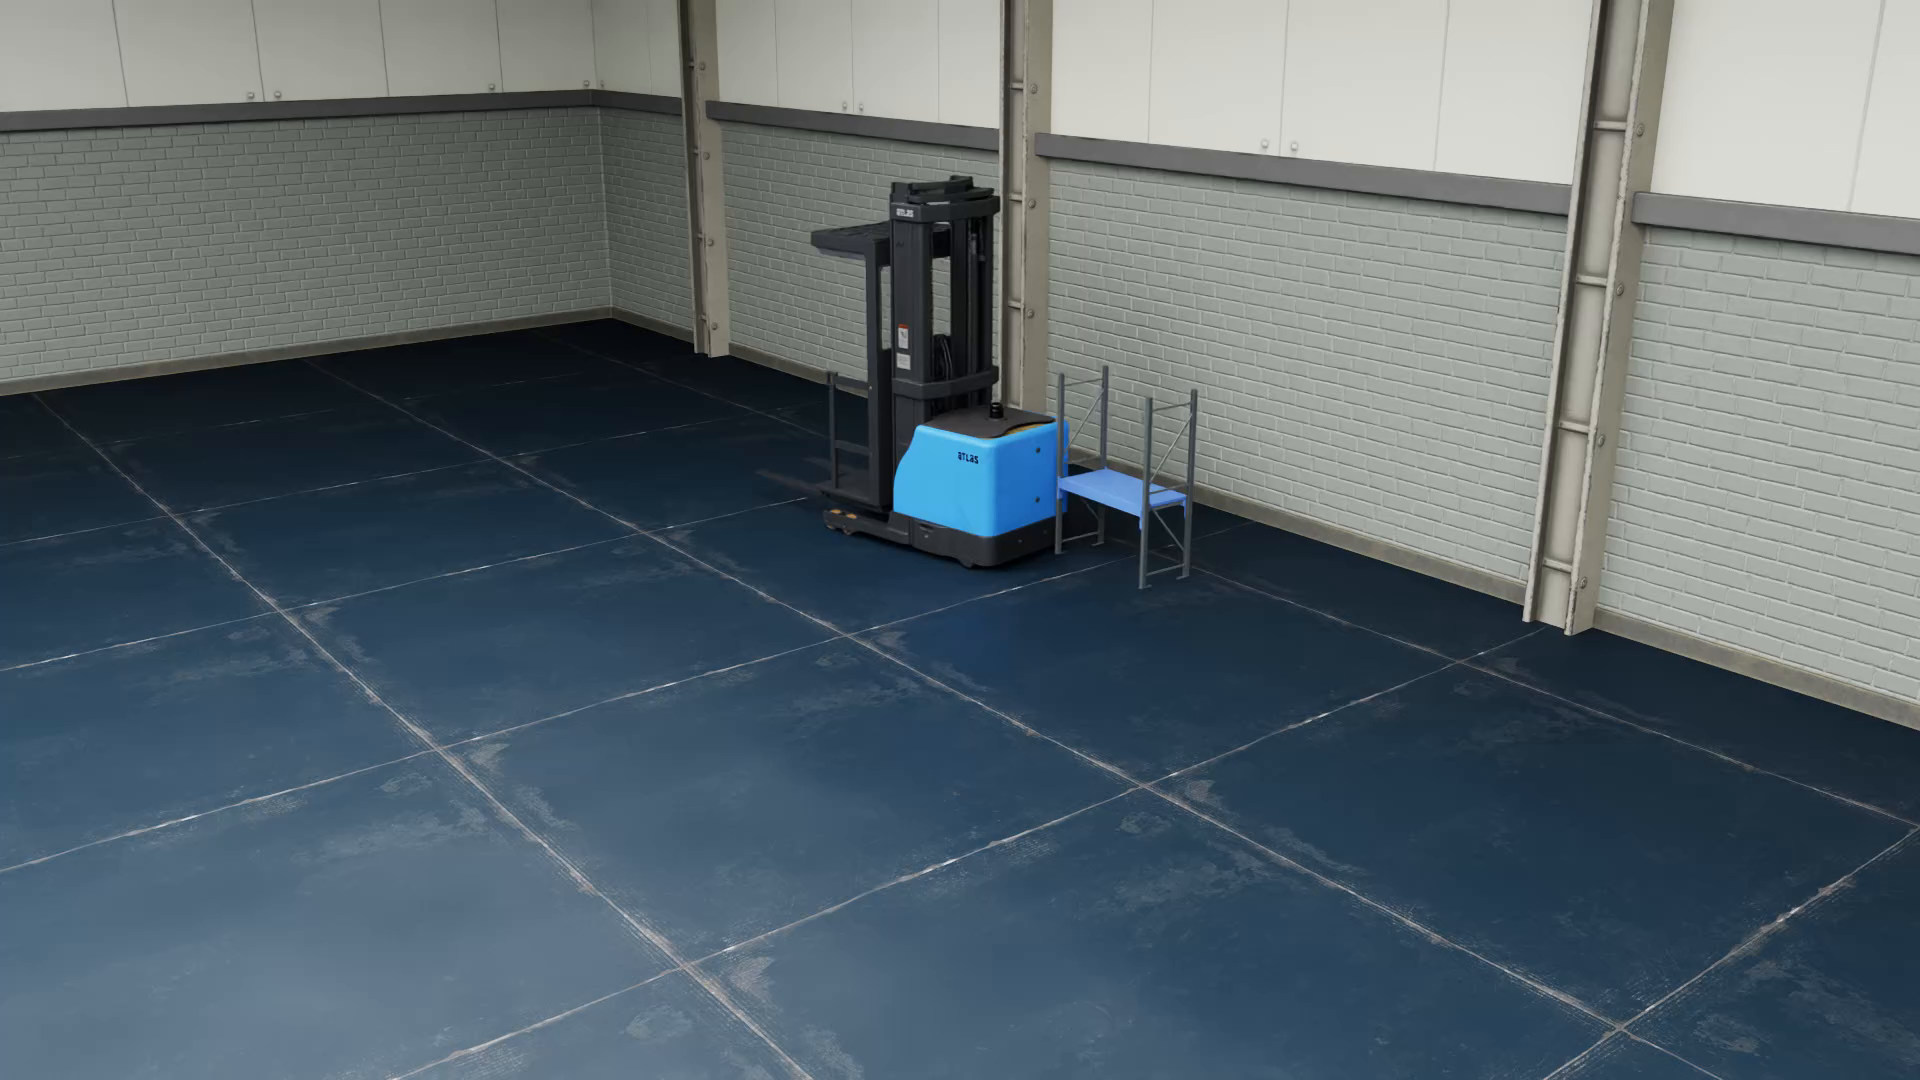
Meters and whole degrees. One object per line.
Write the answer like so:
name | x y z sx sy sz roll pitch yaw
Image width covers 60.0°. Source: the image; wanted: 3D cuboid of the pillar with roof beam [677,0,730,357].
pillar with roof beam | -6.493 -5.786 17.022 9.100 9.000 0.400 -14 23 -36

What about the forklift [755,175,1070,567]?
forklift | -0.524 -1.548 13.873 3.031 2.935 1.130 16 24 40

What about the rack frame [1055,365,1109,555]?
rack frame | 0.980 -0.640 13.408 0.500 1.500 0.032 -13 22 -34

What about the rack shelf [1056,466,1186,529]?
rack shelf | 1.281 -0.340 13.076 0.538 0.185 1.000 -13 22 -34

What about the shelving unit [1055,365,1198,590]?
shelving unit | 1.281 -0.511 13.020 0.538 1.500 1.048 -13 22 -34

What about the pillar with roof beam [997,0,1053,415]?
pillar with roof beam | -2.767 -4.308 12.557 9.100 9.000 0.400 -14 23 -36

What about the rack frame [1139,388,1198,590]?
rack frame | 1.582 -0.382 12.631 0.500 1.500 0.032 -13 22 -34

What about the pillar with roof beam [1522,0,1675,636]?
pillar with roof beam | 0.958 -2.829 8.092 9.100 9.000 0.400 -14 23 -36
